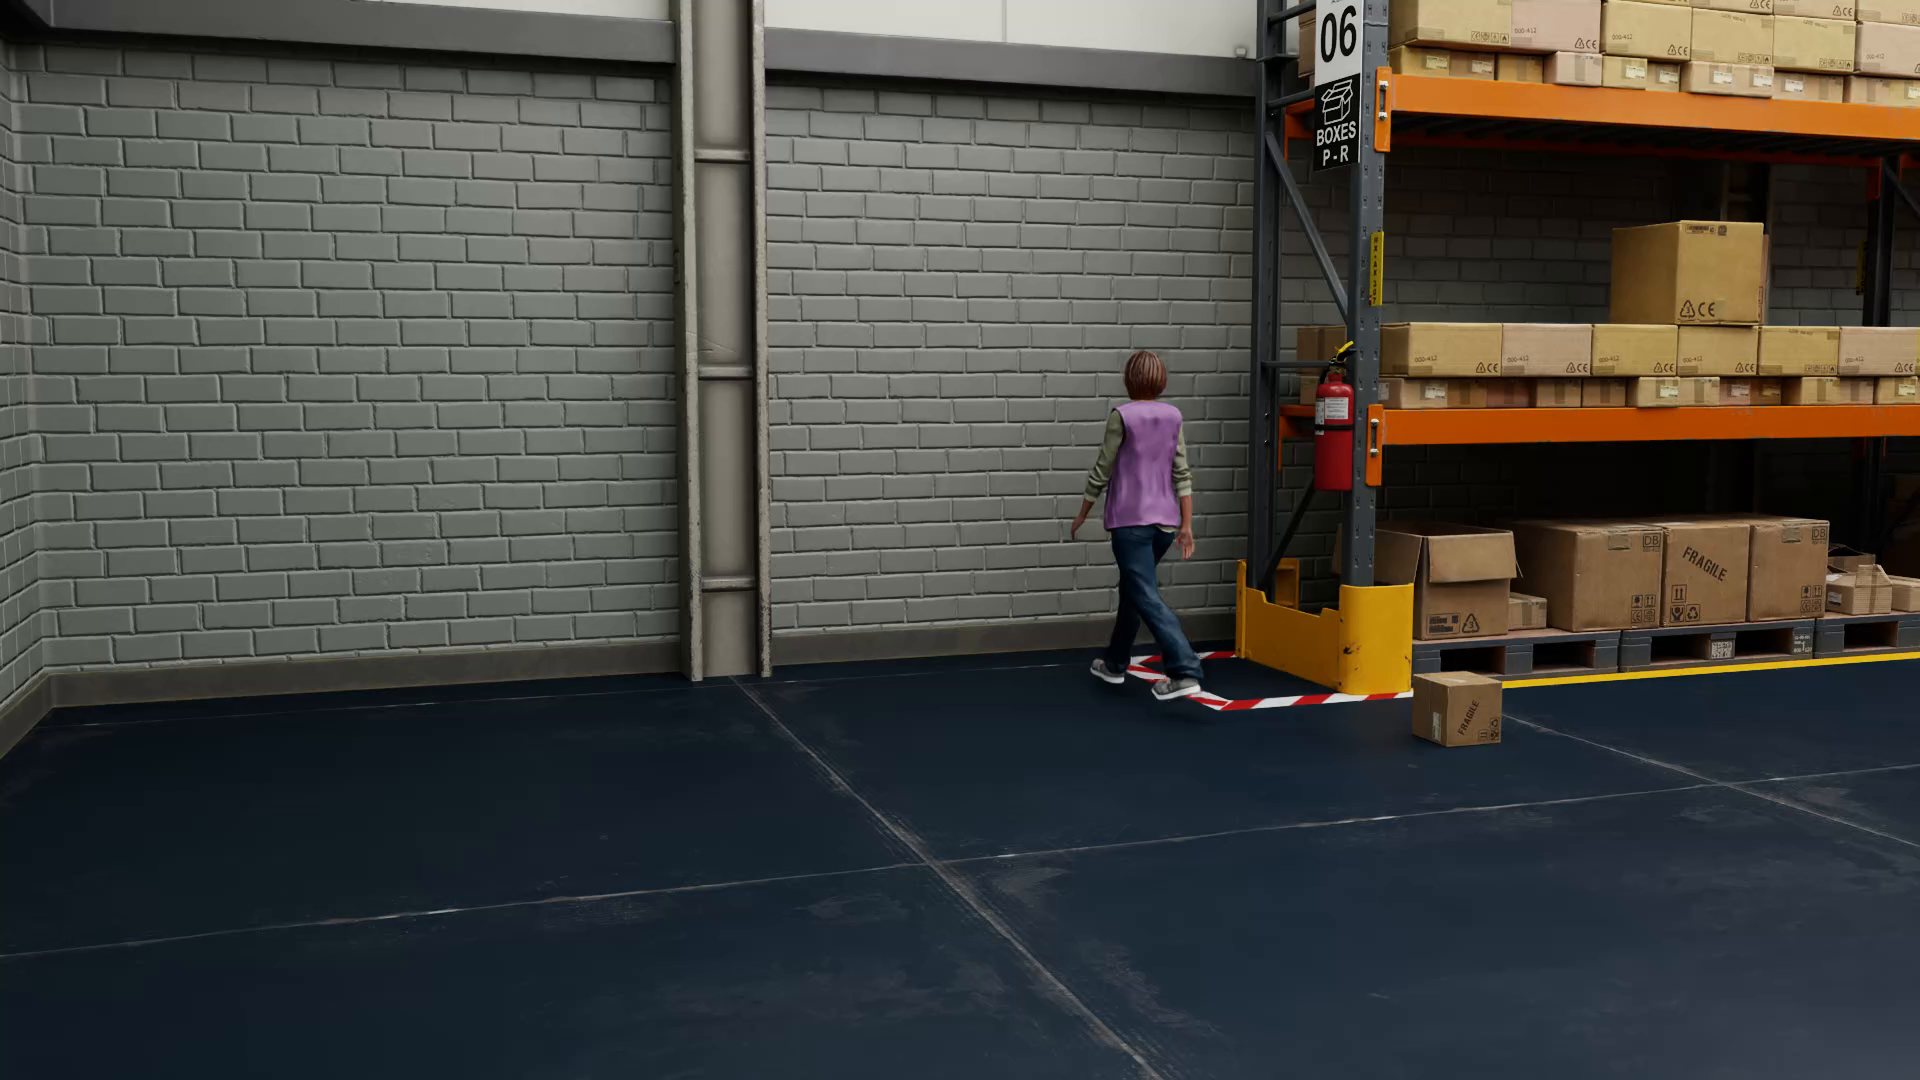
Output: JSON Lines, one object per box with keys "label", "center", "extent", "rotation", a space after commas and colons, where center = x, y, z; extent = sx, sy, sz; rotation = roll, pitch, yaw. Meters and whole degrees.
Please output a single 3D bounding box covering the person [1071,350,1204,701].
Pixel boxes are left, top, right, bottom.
{"label": "person", "center": [0.792, -0.074, 7.410], "extent": [0.430, 1.538, 0.983], "rotation": [-4, 7, -30]}
